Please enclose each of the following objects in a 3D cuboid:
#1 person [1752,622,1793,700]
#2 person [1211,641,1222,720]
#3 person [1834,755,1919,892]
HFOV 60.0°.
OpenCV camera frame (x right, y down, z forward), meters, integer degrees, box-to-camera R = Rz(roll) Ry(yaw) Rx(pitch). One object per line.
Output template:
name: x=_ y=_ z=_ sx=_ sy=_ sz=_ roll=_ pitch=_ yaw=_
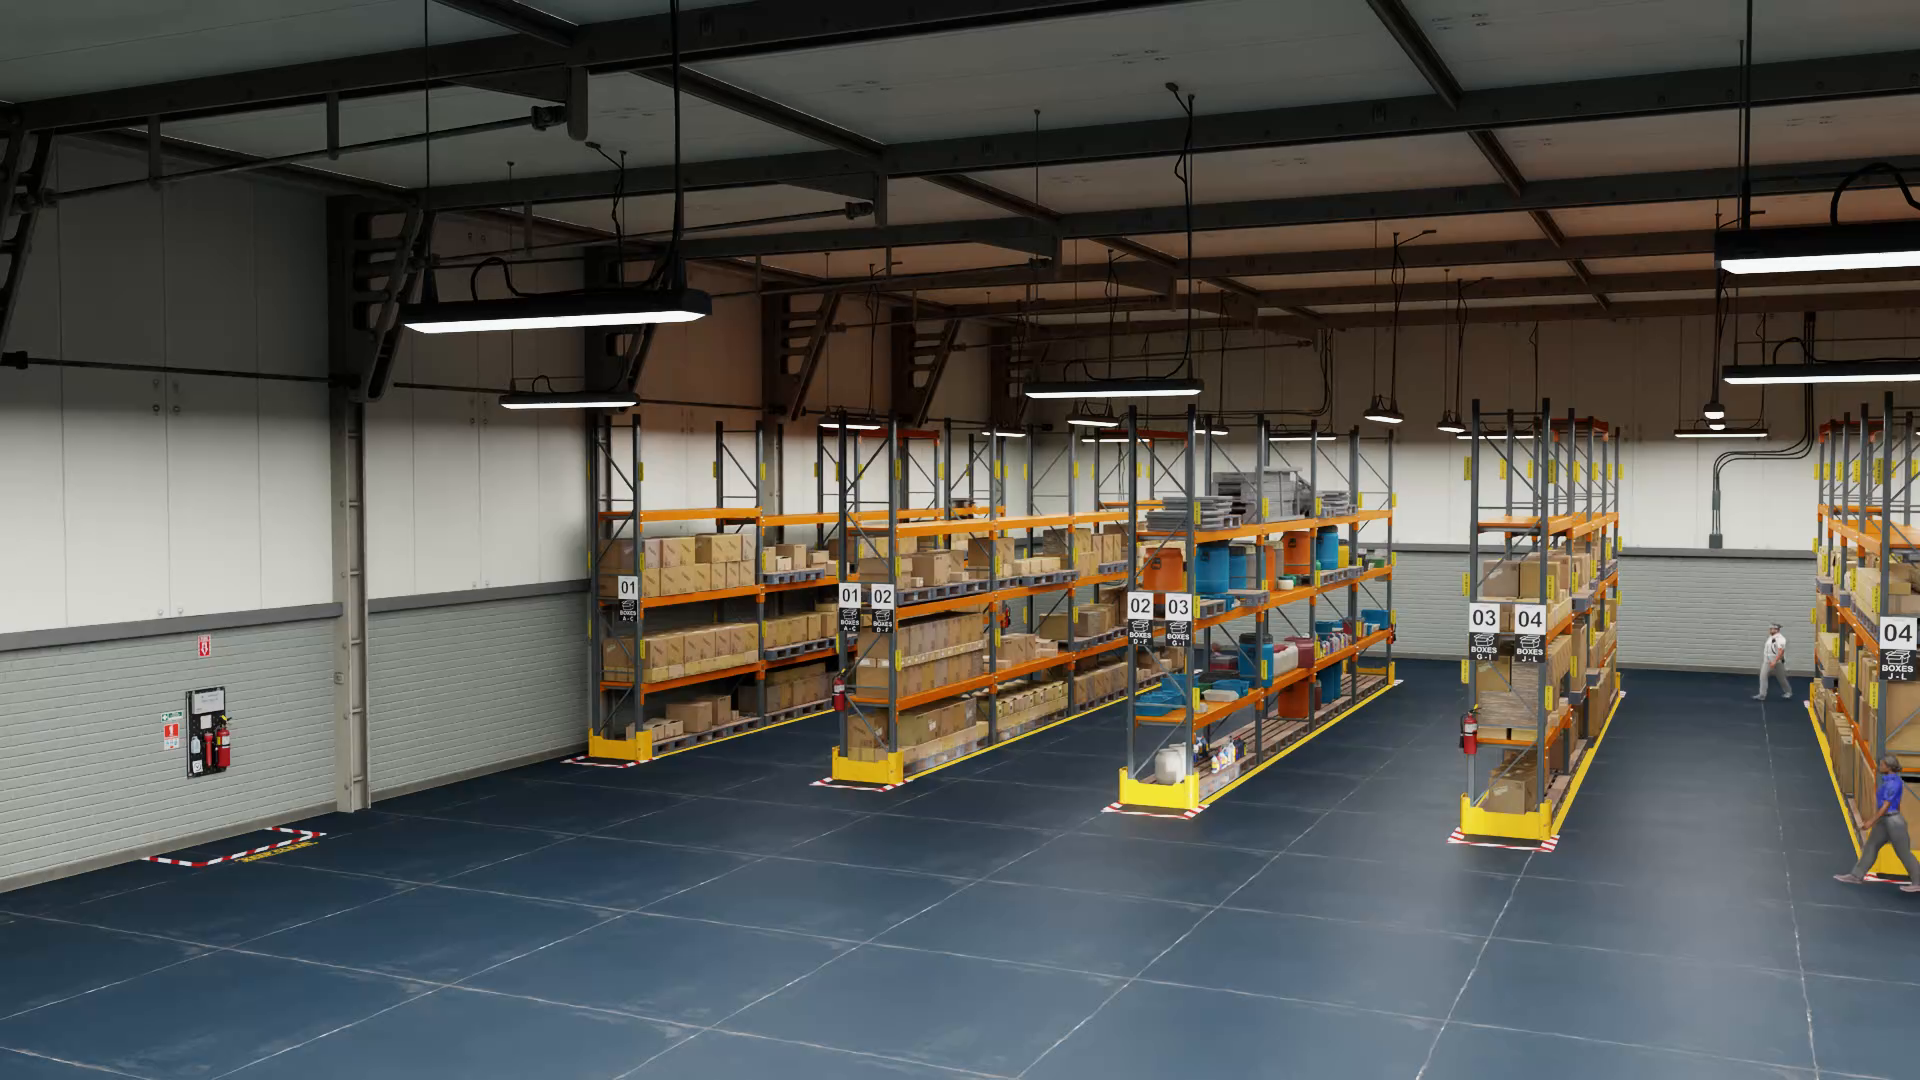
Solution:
person: x=17.808 y=2.644 z=36.351 sx=1.079 sy=1.717 sz=0.521 roll=-1 pitch=3 yaw=-32
person: x=5.031 y=2.831 z=33.376 sx=0.508 sy=1.598 sz=0.460 roll=0 pitch=2 yaw=2
person: x=10.984 y=3.366 z=19.801 sx=0.944 sy=1.596 sz=0.479 roll=1 pitch=2 yaw=15
